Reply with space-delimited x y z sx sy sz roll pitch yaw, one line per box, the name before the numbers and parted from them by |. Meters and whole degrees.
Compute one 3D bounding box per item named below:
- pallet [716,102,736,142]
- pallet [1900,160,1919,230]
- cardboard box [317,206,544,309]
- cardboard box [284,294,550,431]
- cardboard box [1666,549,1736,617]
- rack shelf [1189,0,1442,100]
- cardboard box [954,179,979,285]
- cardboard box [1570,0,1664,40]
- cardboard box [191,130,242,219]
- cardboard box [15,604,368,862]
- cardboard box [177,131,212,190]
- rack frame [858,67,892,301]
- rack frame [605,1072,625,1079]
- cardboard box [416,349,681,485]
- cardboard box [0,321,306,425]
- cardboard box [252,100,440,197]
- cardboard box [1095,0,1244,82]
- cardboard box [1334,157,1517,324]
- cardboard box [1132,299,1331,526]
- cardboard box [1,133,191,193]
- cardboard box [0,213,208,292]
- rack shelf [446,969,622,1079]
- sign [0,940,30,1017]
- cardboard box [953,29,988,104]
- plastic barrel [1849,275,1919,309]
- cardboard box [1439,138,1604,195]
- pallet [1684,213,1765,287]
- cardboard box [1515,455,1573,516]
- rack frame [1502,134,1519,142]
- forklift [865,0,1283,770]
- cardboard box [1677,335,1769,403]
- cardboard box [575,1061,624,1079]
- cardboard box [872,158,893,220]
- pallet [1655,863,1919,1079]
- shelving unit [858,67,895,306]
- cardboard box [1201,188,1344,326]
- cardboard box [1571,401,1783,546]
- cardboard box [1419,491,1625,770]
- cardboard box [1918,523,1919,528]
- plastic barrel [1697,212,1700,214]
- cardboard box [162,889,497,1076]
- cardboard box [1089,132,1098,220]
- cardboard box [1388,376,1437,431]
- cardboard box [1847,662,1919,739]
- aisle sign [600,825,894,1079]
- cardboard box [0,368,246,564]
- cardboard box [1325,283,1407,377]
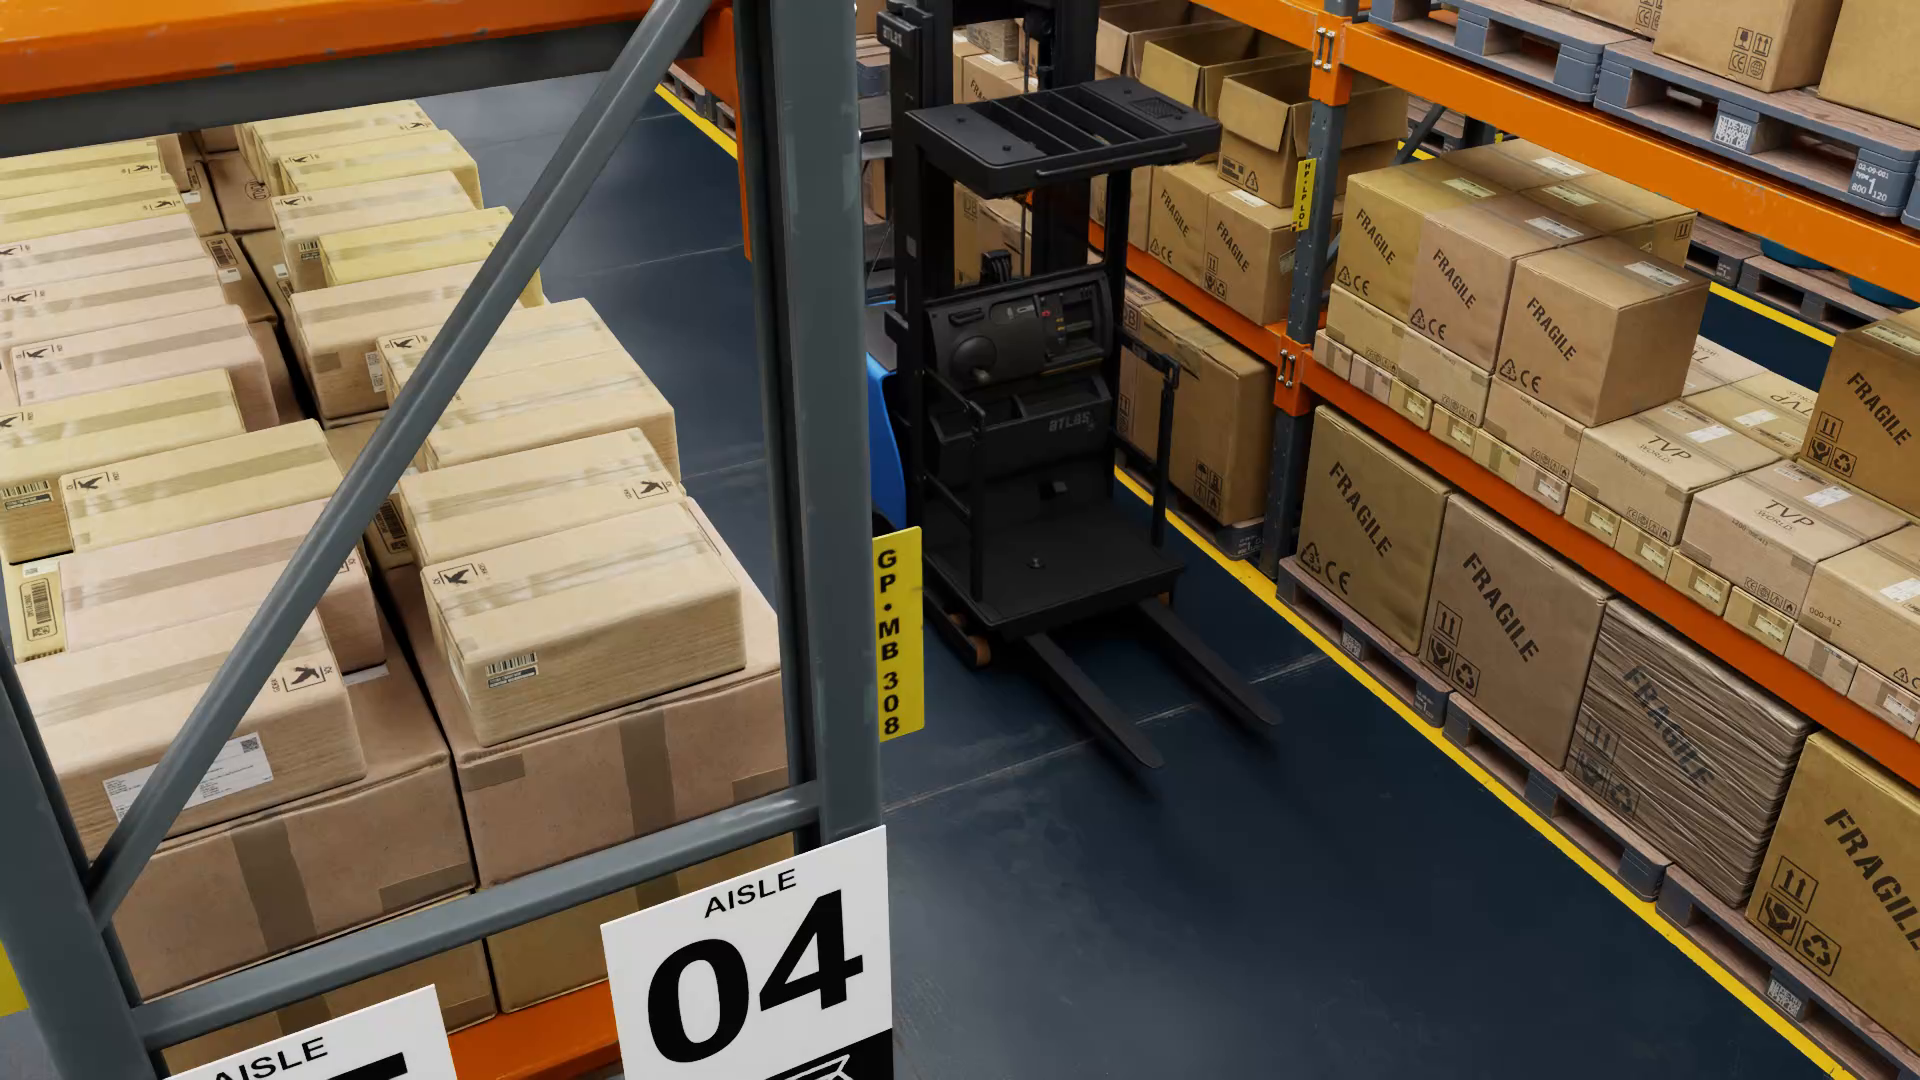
pallet | -1.370 -3.481 13.988 1.003 0.211 1.213 -16 36 -23
pallet | 3.506 -0.877 4.640 1.003 0.211 1.213 -16 36 -23
cardboard box | -1.054 -0.527 3.317 0.380 0.149 0.250 -15 35 -22
cardboard box | -1.018 -0.279 3.299 0.500 0.250 0.500 -15 36 -23
cardboard box | 2.805 0.108 6.033 0.380 0.149 0.250 -16 36 -23
rack shelf | 1.063 -3.123 8.731 1.077 0.370 4.000 -16 36 -23
cardboard box | 0.434 -2.065 10.773 1.225 0.875 0.875 -18 37 -25
cardboard box | 2.661 -2.117 5.918 0.700 0.500 0.500 -14 35 -21
cardboard box | -1.767 -1.012 4.444 0.500 0.250 0.500 -17 37 -25
cardboard box | -0.989 0.237 2.126 0.380 0.149 0.250 -16 36 -24
cardboard box | -2.199 -0.891 4.254 0.500 0.250 0.500 -16 36 -23
rack frame | -0.553 -1.541 9.208 0.400 2.100 0.015 -15 34 -21
rack frame | -0.574 1.900 3.004 1.000 3.000 0.127 -16 36 -23
cardboard box | -0.689 -0.165 2.752 0.380 0.149 0.250 -16 36 -23
cardboard box | -1.490 -0.155 3.107 0.500 0.250 0.500 -15 36 -22
cardboard box | -1.425 -0.896 3.894 0.380 0.149 0.250 -16 36 -23
cardboard box | 1.077 -2.599 9.003 0.797 0.503 0.637 -15 35 -22
cardboard box | 1.993 -1.294 7.157 0.500 0.500 0.500 -16 36 -23
cardboard box | 1.680 -0.791 8.785 1.225 0.875 0.875 -16 36 -23
cardboard box | -2.034 -0.890 3.884 0.380 0.149 0.250 -17 36 -25
cardboard box | -1.687 -0.503 3.280 0.380 0.149 0.250 -17 36 -24
rack shelf | -1.507 -0.015 3.879 1.077 0.370 4.000 -16 36 -23
sign | -1.074 0.394 1.753 0.100 0.325 0.005 -16 36 -23
cardboard box | 0.117 -2.859 10.340 0.500 0.500 0.500 -15 35 -22
plastic barrel | 6.139 -2.012 10.665 0.600 0.901 0.708 -16 36 -23
cardboard box | 2.447 -1.434 7.376 0.500 0.500 0.500 -15 36 -22
pallet | 5.482 -2.242 12.054 1.003 0.211 1.213 -16 36 -23
cardboard box | 2.444 -0.260 6.607 0.380 0.149 0.250 -15 36 -23
rack frame | 4.513 -4.363 12.780 1.000 3.000 0.127 -16 36 -23
forklift | 0.389 -0.908 7.450 1.130 2.935 3.031 -16 36 -23
cardboard box | 2.916 -0.636 6.826 0.500 0.250 0.500 -15 36 -22
cardboard box | -0.548 1.030 3.066 0.500 0.500 0.500 -16 36 -23
cardboard box | -0.199 -2.565 11.882 0.700 0.500 0.500 -18 37 -26
pallet | 3.419 1.513 6.193 1.003 0.211 1.213 -16 36 -23
shelving unit | -0.447 -1.426 9.020 0.431 2.100 0.503 -15 34 -21
cardboard box | 1.536 -1.405 8.070 0.500 0.500 0.500 -16 36 -23
cardboard box | 2.680 -0.259 6.237 0.500 0.250 0.500 -16 36 -23
cardboard box | 2.653 0.274 7.122 0.875 0.875 0.875 -16 36 -23
cardboard box | 3.628 0.095 5.685 0.500 0.250 0.500 -16 36 -24
plastic barrel | 5.282 -2.757 12.118 0.600 0.588 0.708 -16 36 -23
cardboard box | -1.020 0.549 2.471 0.500 0.250 0.500 -17 36 -24
cardboard box | 0.833 -2.131 9.203 0.500 0.500 0.500 -16 36 -23
cardboard box | 2.086 -0.627 7.181 0.380 0.149 0.250 -15 35 -22
cardboard box | 3.164 0.475 5.461 0.380 0.149 0.250 -16 36 -23
aisle sign | -0.275 0.764 2.366 0.394 0.787 0.004 -16 36 -23
cardboard box | -1.357 -0.127 2.693 0.380 0.149 0.250 -15 36 -22
cardboard box | 1.983 -0.981 7.363 0.500 0.250 0.500 -17 36 -24
